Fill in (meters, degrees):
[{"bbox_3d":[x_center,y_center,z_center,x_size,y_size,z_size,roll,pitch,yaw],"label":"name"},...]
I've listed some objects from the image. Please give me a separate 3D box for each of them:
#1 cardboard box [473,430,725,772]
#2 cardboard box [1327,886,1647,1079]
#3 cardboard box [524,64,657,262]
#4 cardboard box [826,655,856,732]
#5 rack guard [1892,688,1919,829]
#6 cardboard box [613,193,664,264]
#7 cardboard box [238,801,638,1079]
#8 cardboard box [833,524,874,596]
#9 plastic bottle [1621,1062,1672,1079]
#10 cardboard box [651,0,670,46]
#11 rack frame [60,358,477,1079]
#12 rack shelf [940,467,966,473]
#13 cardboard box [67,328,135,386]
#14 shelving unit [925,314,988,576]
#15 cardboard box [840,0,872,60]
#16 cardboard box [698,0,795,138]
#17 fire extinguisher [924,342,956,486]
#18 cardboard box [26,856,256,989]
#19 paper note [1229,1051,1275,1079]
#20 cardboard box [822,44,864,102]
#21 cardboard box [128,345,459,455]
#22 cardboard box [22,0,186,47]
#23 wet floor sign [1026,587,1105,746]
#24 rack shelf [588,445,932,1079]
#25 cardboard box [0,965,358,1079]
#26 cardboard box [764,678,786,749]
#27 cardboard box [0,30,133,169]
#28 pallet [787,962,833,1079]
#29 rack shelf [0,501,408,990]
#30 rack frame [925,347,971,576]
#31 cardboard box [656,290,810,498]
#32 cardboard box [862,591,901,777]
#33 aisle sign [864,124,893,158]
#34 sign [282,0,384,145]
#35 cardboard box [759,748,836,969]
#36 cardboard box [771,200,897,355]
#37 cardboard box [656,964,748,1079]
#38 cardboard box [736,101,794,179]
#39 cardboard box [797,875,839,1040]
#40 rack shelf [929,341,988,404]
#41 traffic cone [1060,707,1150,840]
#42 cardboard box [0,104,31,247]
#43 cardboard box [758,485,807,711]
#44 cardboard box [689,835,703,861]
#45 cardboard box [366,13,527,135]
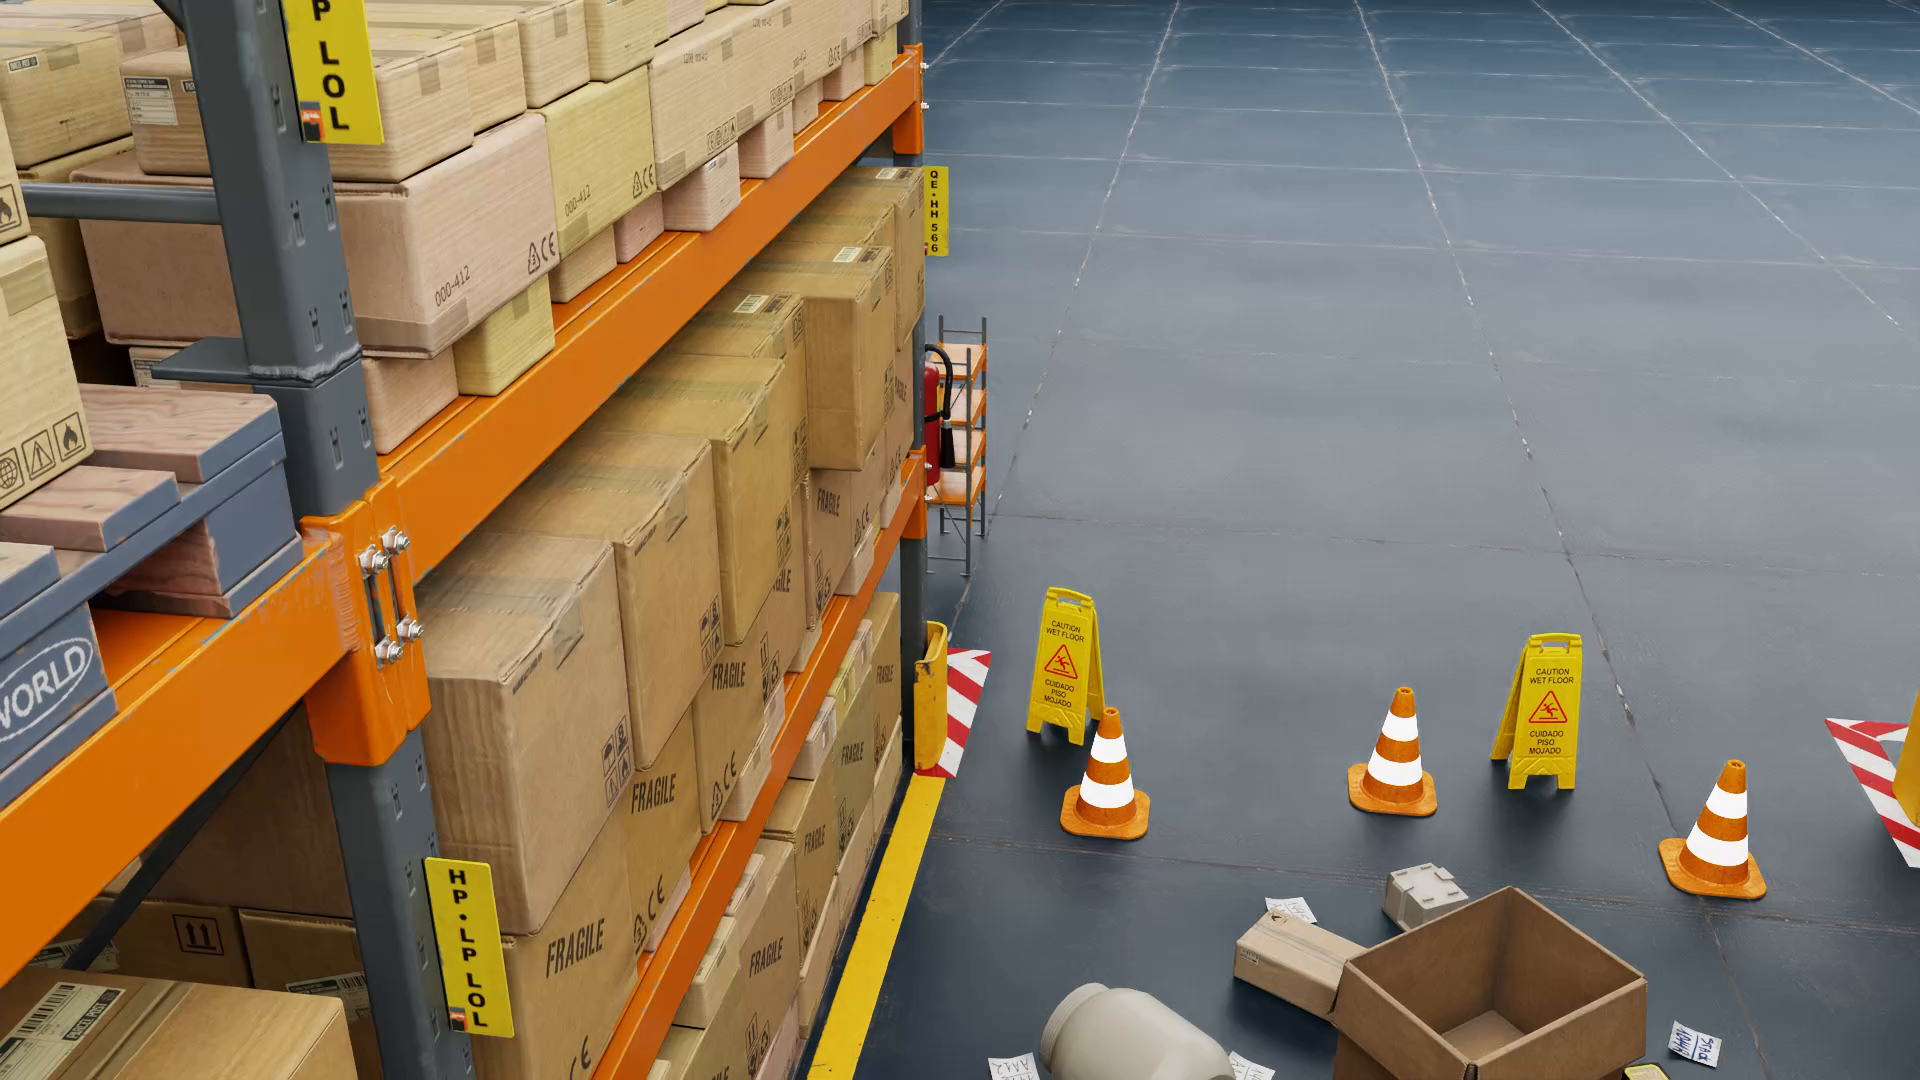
[{"bbox_3d":[-0.899,0.094,3.362,0.700,0.500,0.500,4,25,9],"label":"cardboard box"},{"bbox_3d":[1.575,1.476,5.003,0.797,0.503,0.637,-14,29,-27],"label":"cardboard box"},{"bbox_3d":[-0.872,-0.698,2.991,0.500,0.250,0.500,4,25,8],"label":"cardboard box"},{"bbox_3d":[-0.548,0.473,5.299,0.380,0.149,0.250,4,25,9],"label":"cardboard box"},{"bbox_3d":[4.268,0.858,6.327,1.175,0.500,0.348,4,25,9],"label":"rack guard"},{"bbox_3d":[-0.833,-0.680,3.422,0.380,0.149,0.250,3,25,7],"label":"cardboard box"},{"bbox_3d":[-0.943,0.764,3.111,0.500,0.500,0.500,4,25,8],"label":"cardboard box"},{"bbox_3d":[-0.493,0.050,5.402,0.380,0.149,0.250,4,25,9],"label":"cardboard box"},{"bbox_3d":[2.128,1.705,5.035,0.133,0.061,0.283,-5,25,-10],"label":"plastic bottle"},{"bbox_3d":[-0.790,-1.043,3.256,0.380,0.149,0.250,3,25,7],"label":"cardboard box"},{"bbox_3d":[-1.290,1.108,2.844,1.000,3.000,0.127,4,25,9],"label":"rack frame"},{"bbox_3d":[-0.027,-0.439,8.364,0.199,0.029,0.442,4,25,9],"label":"rack shelf"},{"bbox_3d":[-1.539,-0.290,2.589,0.380,0.149,0.250,4,25,9],"label":"cardboard box"},{"bbox_3d":[-0.027,-0.474,8.348,0.258,1.200,0.503,4,25,9],"label":"shelving unit"},{"bbox_3d":[-0.550,-1.548,4.806,0.500,0.250,0.500,4,25,8],"label":"cardboard box"},{"bbox_3d":[-0.697,-1.118,3.889,0.500,0.250,0.500,4,25,9],"label":"cardboard box"},{"bbox_3d":[-0.163,-0.545,6.468,0.296,0.674,0.183,4,25,9],"label":"fire extinguisher"},{"bbox_3d":[-1.462,0.725,3.193,0.500,0.500,0.500,3,25,7],"label":"cardboard box"},{"bbox_3d":[0.887,1.663,5.174,0.148,0.019,0.142,13,28,26],"label":"paper note"},{"bbox_3d":[-0.504,-1.426,5.015,0.380,0.149,0.250,5,26,10],"label":"cardboard box"},{"bbox_3d":[-0.994,-0.251,2.506,0.380,0.149,0.250,4,25,8],"label":"cardboard box"},{"bbox_3d":[-1.356,-0.862,2.871,0.380,0.149,0.250,5,25,10],"label":"cardboard box"},{"bbox_3d":[0.451,0.496,6.928,0.267,0.644,0.232,13,28,26],"label":"wet floor sign"},{"bbox_3d":[-0.963,0.598,4.783,1.077,0.370,4.000,4,25,9],"label":"rack shelf"},{"bbox_3d":[-1.139,0.947,2.224,0.500,0.500,0.500,4,25,8],"label":"cardboard box"},{"bbox_3d":[-0.690,0.471,4.502,0.380,0.149,0.250,4,25,8],"label":"cardboard box"},{"bbox_3d":[-1.453,-0.645,2.408,0.380,0.149,0.250,5,25,10],"label":"cardboard box"},{"bbox_3d":[-1.018,1.576,5.134,1.003,0.211,1.213,4,25,9],"label":"pallet"},{"bbox_3d":[-1.616,0.912,0.573,1.077,0.370,4.000,4,25,9],"label":"rack shelf"},{"bbox_3d":[-0.067,-0.372,8.130,0.240,1.200,0.015,4,25,9],"label":"rack frame"},{"bbox_3d":[-0.794,-0.338,4.286,0.700,0.500,0.500,4,25,8],"label":"cardboard box"},{"bbox_3d":[-0.510,0.504,5.998,0.500,0.500,0.500,4,25,9],"label":"cardboard box"},{"bbox_3d":[-0.340,-1.748,5.879,0.394,0.787,0.004,4,25,9],"label":"aisle sign"},{"bbox_3d":[-0.741,-0.626,1.936,0.100,0.325,0.005,4,25,9],"label":"sign"},{"bbox_3d":[-0.681,0.933,5.082,0.500,0.500,0.500,3,25,7],"label":"cardboard box"},{"bbox_3d":[-0.594,-0.758,5.182,0.700,0.500,0.500,4,25,9],"label":"cardboard box"},{"bbox_3d":[-0.851,1.371,4.146,0.500,0.500,0.500,5,26,11],"label":"cardboard box"},{"bbox_3d":[-0.625,-0.995,4.096,0.380,0.149,0.250,4,25,8],"label":"cardboard box"},{"bbox_3d":[-0.675,1.283,5.220,0.500,0.250,0.500,3,25,7],"label":"cardboard box"},{"bbox_3d":[-0.027,-0.830,8.181,0.258,0.148,0.480,4,25,9],"label":"rack shelf"},{"bbox_3d":[0.566,0.854,6.381,0.336,0.463,0.334,4,25,9],"label":"traffic cone"},{"bbox_3d":[-1.259,-0.348,1.508,0.500,0.250,0.500,5,25,10],"label":"cardboard box"},{"bbox_3d":[-0.726,0.130,4.465,0.500,0.500,0.500,4,25,9],"label":"cardboard box"},{"bbox_3d":[-0.831,0.675,4.065,0.380,0.149,0.250,4,25,8],"label":"cardboard box"},{"bbox_3d":[-0.902,-0.717,2.562,0.380,0.149,0.250,5,26,10],"label":"cardboard box"}]
